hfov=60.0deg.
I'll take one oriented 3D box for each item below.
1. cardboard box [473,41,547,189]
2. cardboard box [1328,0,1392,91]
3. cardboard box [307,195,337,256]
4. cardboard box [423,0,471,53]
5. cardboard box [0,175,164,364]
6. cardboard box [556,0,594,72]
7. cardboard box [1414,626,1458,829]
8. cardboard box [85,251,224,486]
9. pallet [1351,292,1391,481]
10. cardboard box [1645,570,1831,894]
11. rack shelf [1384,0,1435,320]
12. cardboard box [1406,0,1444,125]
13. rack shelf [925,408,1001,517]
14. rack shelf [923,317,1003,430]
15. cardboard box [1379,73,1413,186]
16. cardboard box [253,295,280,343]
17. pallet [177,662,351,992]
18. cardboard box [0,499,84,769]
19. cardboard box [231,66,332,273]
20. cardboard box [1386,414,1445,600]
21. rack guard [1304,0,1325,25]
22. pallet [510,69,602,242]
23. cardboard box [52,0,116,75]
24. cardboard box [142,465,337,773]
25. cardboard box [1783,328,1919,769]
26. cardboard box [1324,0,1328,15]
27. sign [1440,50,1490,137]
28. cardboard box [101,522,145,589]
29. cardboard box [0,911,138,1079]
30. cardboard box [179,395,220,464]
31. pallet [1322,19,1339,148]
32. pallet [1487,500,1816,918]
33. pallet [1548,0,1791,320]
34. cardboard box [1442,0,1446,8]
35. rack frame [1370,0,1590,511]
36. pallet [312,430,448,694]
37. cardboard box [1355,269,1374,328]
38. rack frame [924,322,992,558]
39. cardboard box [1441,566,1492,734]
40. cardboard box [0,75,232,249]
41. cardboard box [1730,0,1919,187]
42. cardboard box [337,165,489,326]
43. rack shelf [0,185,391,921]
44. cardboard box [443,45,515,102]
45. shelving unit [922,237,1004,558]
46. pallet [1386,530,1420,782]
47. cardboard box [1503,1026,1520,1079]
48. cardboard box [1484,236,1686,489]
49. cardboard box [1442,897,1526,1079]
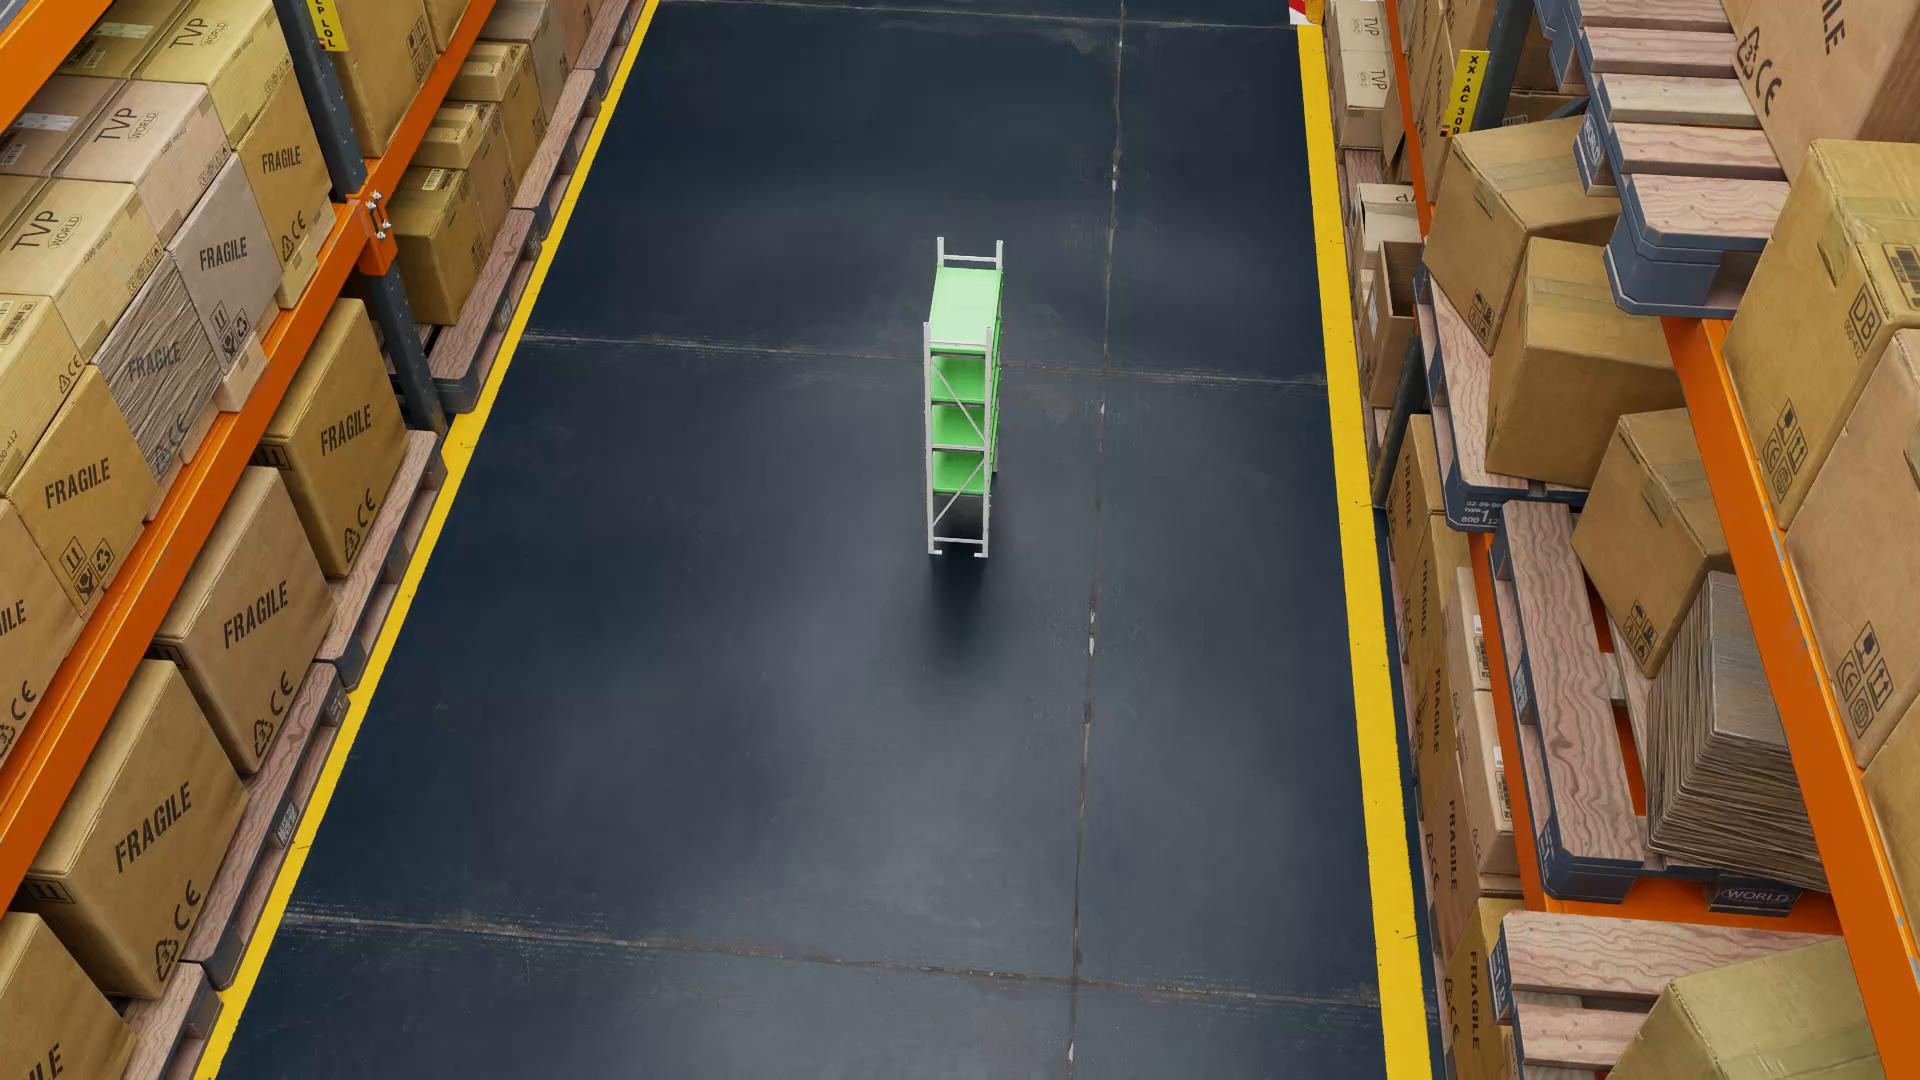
[{"bbox_3d":[-2.452,-2.067,8.043,0.700,0.500,0.500,5,48,4],"label":"cardboard box"},{"bbox_3d":[2.200,-2.562,8.652,0.500,0.250,0.500,4,48,4],"label":"cardboard box"},{"bbox_3d":[-2.469,-1.135,5.938,0.380,0.149,0.250,4,48,4],"label":"cardboard box"},{"bbox_3d":[-2.583,-2.515,6.840,0.980,0.700,0.700,3,48,3],"label":"cardboard box"},{"bbox_3d":[-2.611,-0.764,4.651,0.500,0.250,0.500,5,48,4],"label":"cardboard box"},{"bbox_3d":[-2.366,-2.829,8.740,0.700,0.500,0.500,4,48,3],"label":"cardboard box"},{"bbox_3d":[1.836,0.644,5.550,0.500,0.500,0.500,4,48,4],"label":"cardboard box"},{"bbox_3d":[-2.602,-0.521,4.937,0.500,0.500,0.500,4,48,4],"label":"cardboard box"},{"bbox_3d":[2.277,-0.713,7.286,1.003,0.211,1.213,4,48,4],"label":"pallet"},{"bbox_3d":[2.067,0.484,3.948,0.700,0.500,0.500,12,49,11],"label":"cardboard box"},{"bbox_3d":[2.395,-2.377,7.405,1.077,0.370,4.000,4,48,4],"label":"rack shelf"},{"bbox_3d":[2.049,-1.947,6.456,0.500,0.500,0.500,5,48,5],"label":"cardboard box"},{"bbox_3d":[0.015,-0.321,6.669,0.258,0.148,0.480,4,48,4],"label":"rack shelf"},{"bbox_3d":[0.015,-0.645,6.314,0.258,0.148,0.480,4,48,4],"label":"rack shelf"},{"bbox_3d":[2.379,-1.837,7.817,0.797,0.503,0.637,4,48,4],"label":"cardboard box"},{"bbox_3d":[-2.537,-0.761,5.596,0.380,0.149,0.250,5,48,5],"label":"cardboard box"},{"bbox_3d":[-2.824,0.932,5.781,1.003,0.211,1.213,4,48,4],"label":"pallet"},{"bbox_3d":[-2.683,0.229,4.250,0.500,0.500,0.500,4,48,3],"label":"cardboard box"},{"bbox_3d":[-2.511,-1.265,5.617,0.500,0.500,0.500,3,48,3],"label":"cardboard box"},{"bbox_3d":[1.926,-0.116,6.245,0.500,0.500,0.500,2,48,2],"label":"cardboard box"},{"bbox_3d":[2.571,-3.190,9.355,1.175,0.500,0.348,4,48,4],"label":"rack guard"},{"bbox_3d":[-2.465,-1.992,8.455,1.003,0.211,1.213,4,48,4],"label":"pallet"},{"bbox_3d":[-3.022,-1.554,5.373,0.500,0.250,0.500,5,48,5],"label":"cardboard box"},{"bbox_3d":[-2.728,0.243,5.693,0.750,0.750,0.750,5,48,5],"label":"cardboard box"},{"bbox_3d":[1.901,0.046,2.601,0.910,0.500,0.500,4,48,4],"label":"cardboard box"},{"bbox_3d":[2.197,-2.991,9.113,0.380,0.149,0.250,4,48,4],"label":"cardboard box"},{"bbox_3d":[1.672,-1.473,5.504,0.100,0.325,0.005,4,48,4],"label":"sign"},{"bbox_3d":[-2.664,-0.010,4.909,0.380,0.149,0.250,5,48,5],"label":"cardboard box"},{"bbox_3d":[-2.887,1.511,4.533,0.750,0.750,0.750,3,48,3],"label":"cardboard box"},{"bbox_3d":[-2.591,-0.387,5.254,0.380,0.149,0.250,4,48,4],"label":"cardboard box"},{"bbox_3d":[2.499,-2.506,8.925,1.003,0.211,1.213,4,48,4],"label":"pallet"},{"bbox_3d":[2.021,0.425,4.485,1.003,0.211,1.213,4,48,4],"label":"pallet"},{"bbox_3d":[1.992,-0.862,3.626,1.213,0.211,1.003,4,48,4],"label":"pallet"},{"bbox_3d":[2.045,-2.287,6.089,0.500,0.500,0.500,3,48,3],"label":"cardboard box"},{"bbox_3d":[2.213,-1.150,5.795,1.000,3.000,0.127,4,48,4],"label":"rack frame"},{"bbox_3d":[-2.716,0.033,6.603,1.003,0.211,1.213,4,48,4],"label":"pallet"},{"bbox_3d":[1.957,-1.054,7.341,0.380,0.149,0.250,4,48,4],"label":"cardboard box"},{"bbox_3d":[-0.007,-0.347,6.280,0.240,1.200,0.015,4,48,4],"label":"rack frame"},{"bbox_3d":[1.835,0.366,5.296,0.500,0.250,0.500,4,48,4],"label":"cardboard box"},{"bbox_3d":[-2.564,-1.139,4.994,0.500,0.250,0.500,5,48,4],"label":"cardboard box"},{"bbox_3d":[1.975,-1.026,3.229,0.600,0.600,0.600,2,48,2],"label":"cardboard box"},{"bbox_3d":[-2.550,-1.321,7.361,0.700,0.500,0.500,4,48,4],"label":"cardboard box"},{"bbox_3d":[-2.903,0.232,5.018,1.077,0.370,4.000,4,48,4],"label":"rack shelf"},{"bbox_3d":[-2.290,-2.163,7.691,0.380,0.149,0.250,3,48,2],"label":"cardboard box"},{"bbox_3d":[0.015,-0.527,6.444,0.258,1.200,0.503,4,48,4],"label":"shelving unit"},{"bbox_3d":[2.177,0.391,6.275,1.003,0.211,1.213,4,48,4],"label":"pallet"},{"bbox_3d":[1.701,1.487,4.271,0.500,0.250,0.500,6,48,5],"label":"cardboard box"},{"bbox_3d":[1.948,-0.483,4.832,0.700,0.500,0.500,11,48,10],"label":"cardboard box"},{"bbox_3d":[1.747,1.401,4.857,0.500,0.500,0.500,2,48,2],"label":"cardboard box"}]
